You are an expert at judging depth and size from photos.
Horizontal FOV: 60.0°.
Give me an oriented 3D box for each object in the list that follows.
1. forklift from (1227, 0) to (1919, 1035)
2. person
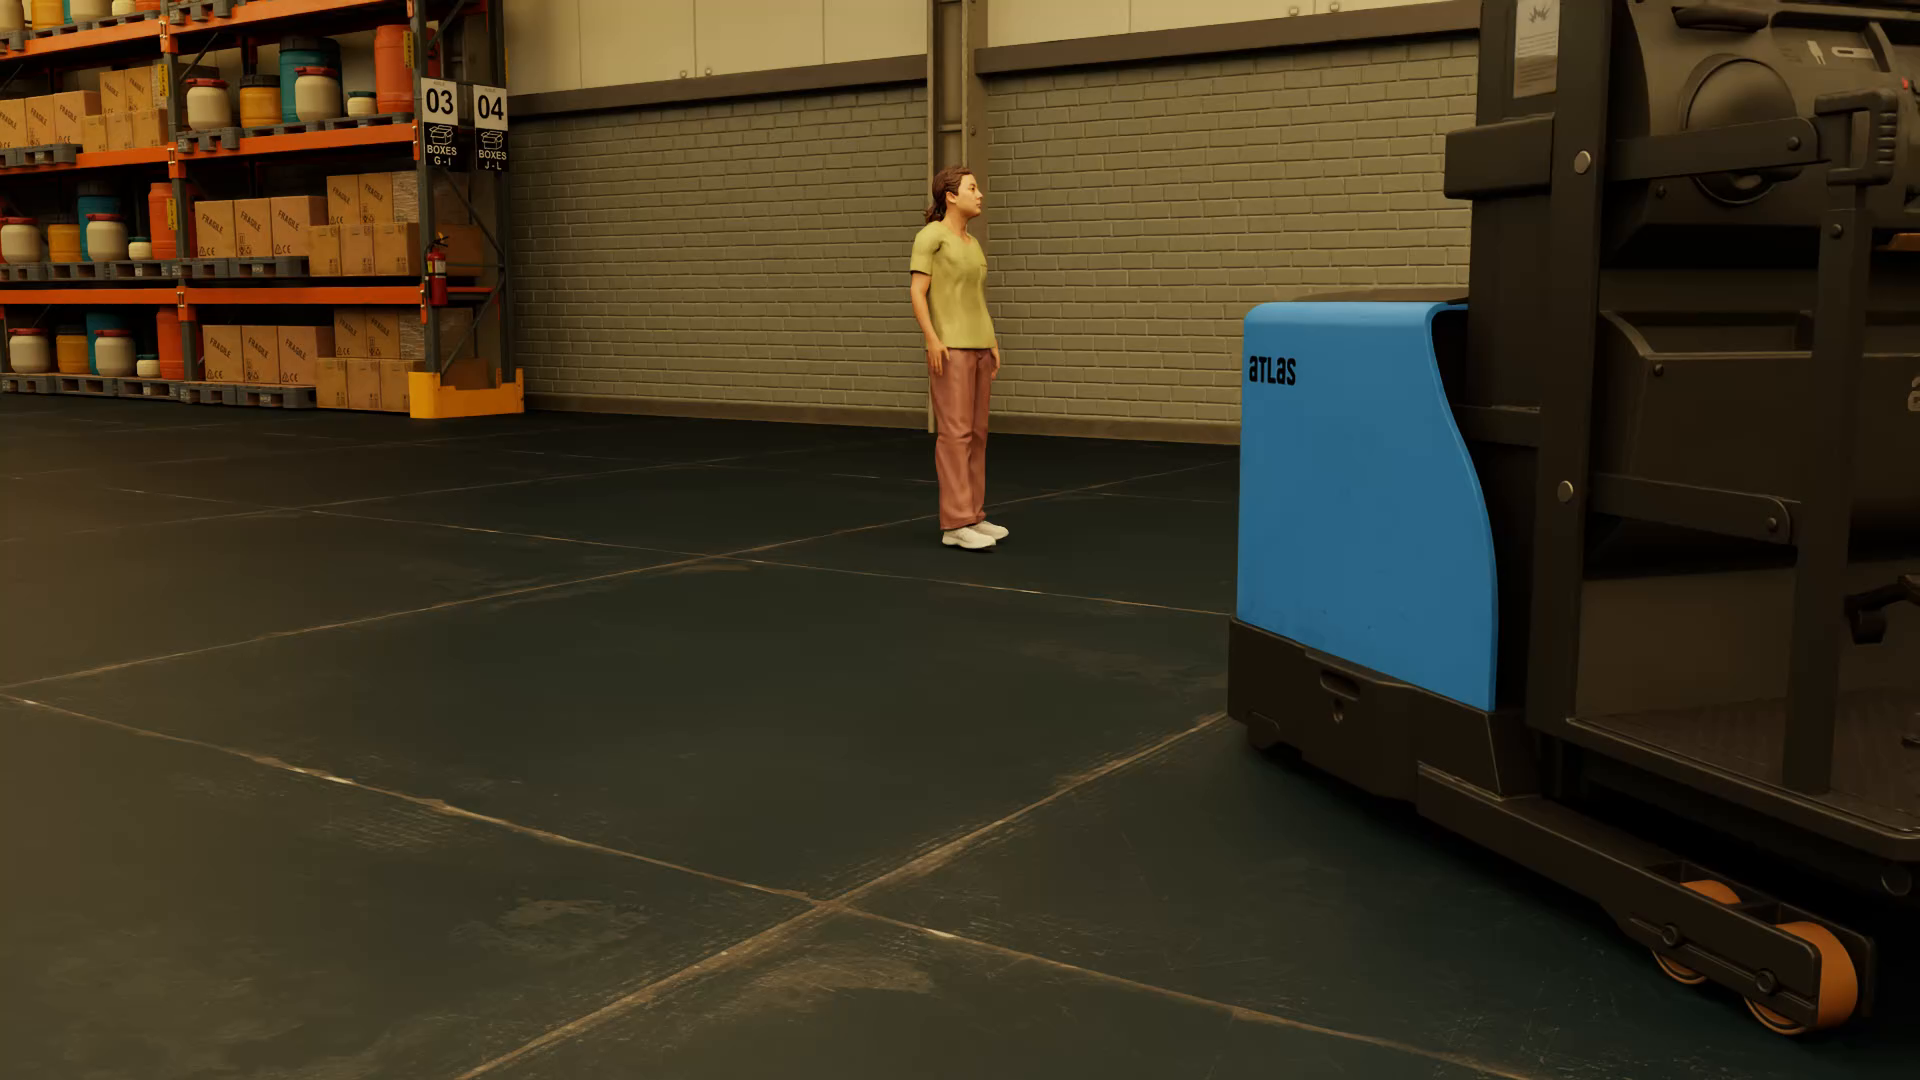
[{"bbox_3d":[1.622,-0.783,2.702,1.130,2.935,3.031,-3,9,-19],"label":"forklift"},{"bbox_3d":[0.055,-0.830,7.434,0.548,1.673,0.553,5,10,34],"label":"person"}]
